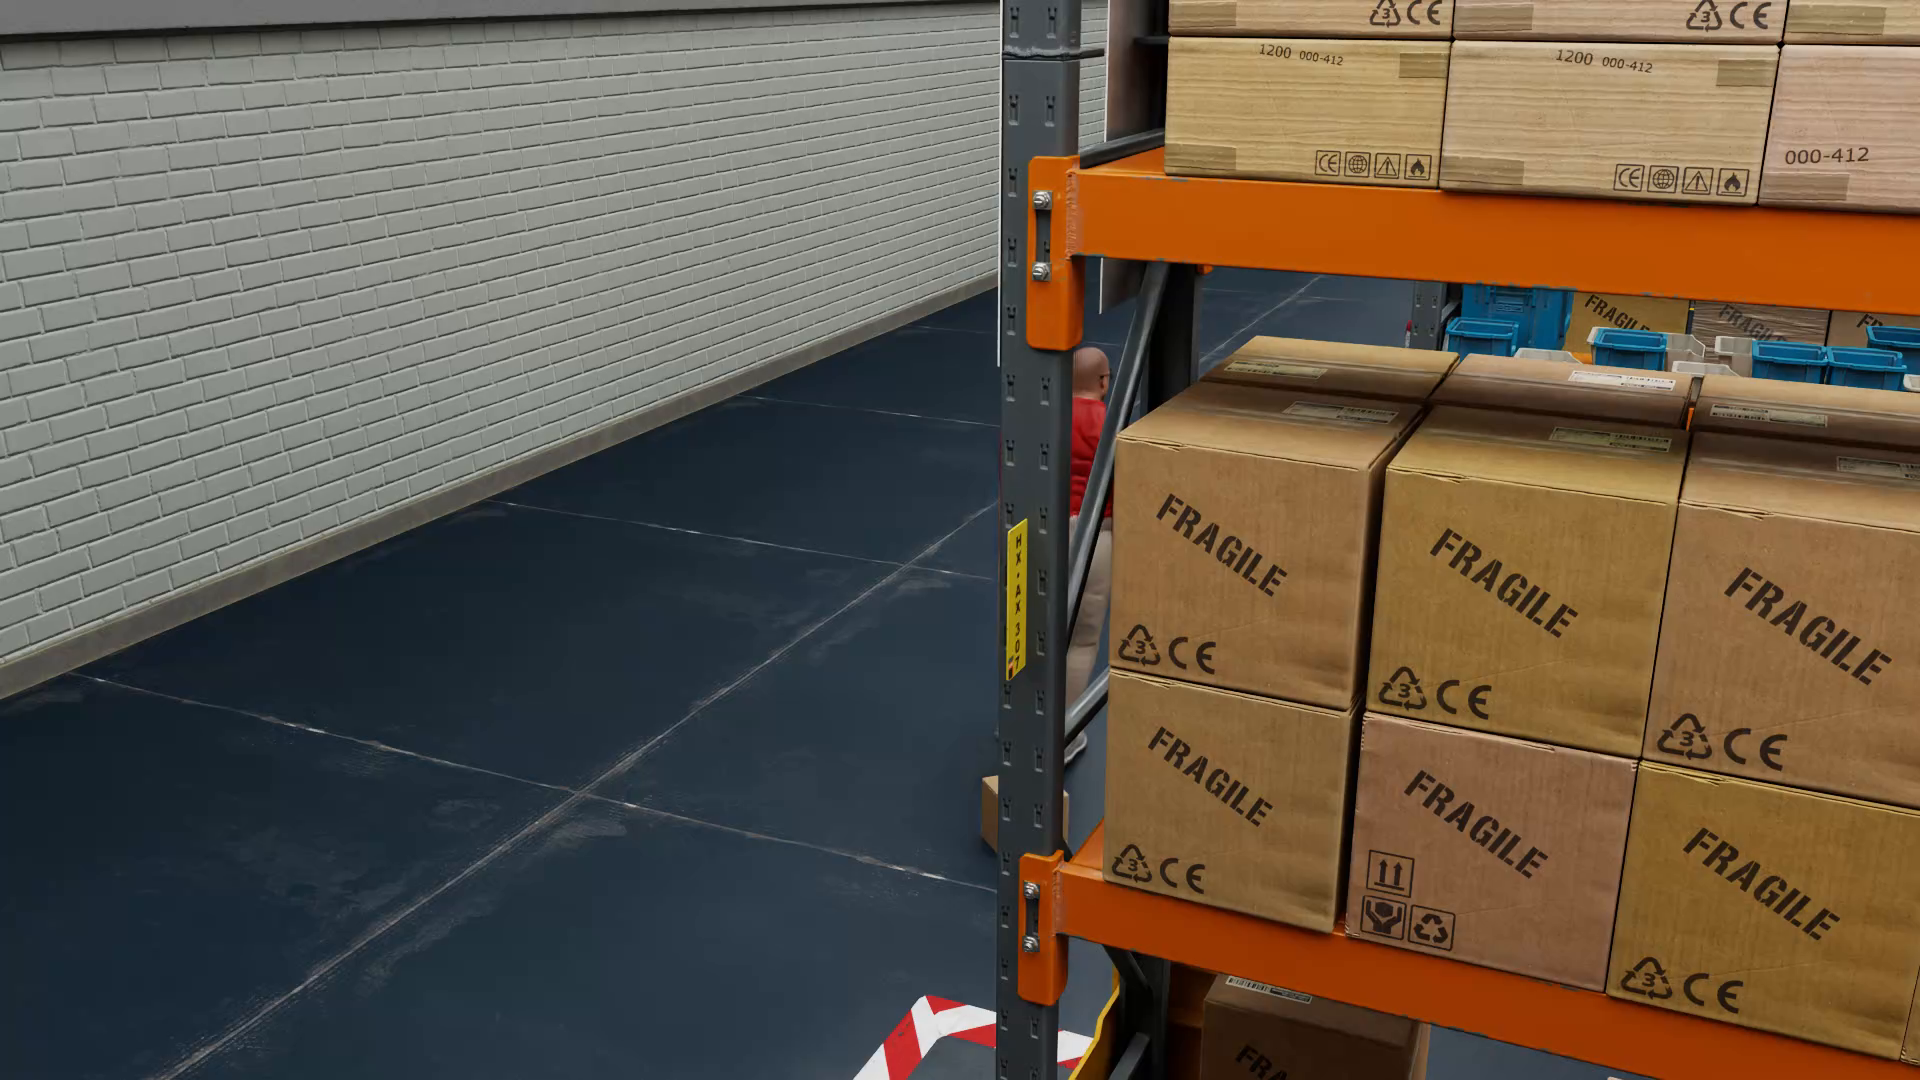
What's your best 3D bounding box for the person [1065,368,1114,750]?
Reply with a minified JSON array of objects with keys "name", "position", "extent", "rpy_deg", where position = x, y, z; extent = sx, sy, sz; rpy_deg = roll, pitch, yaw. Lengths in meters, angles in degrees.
[{"name":"person","position":[0.441,0.067,6.878],"extent":[0.425,1.539,0.483],"rpy_deg":[6,20,17]}]
